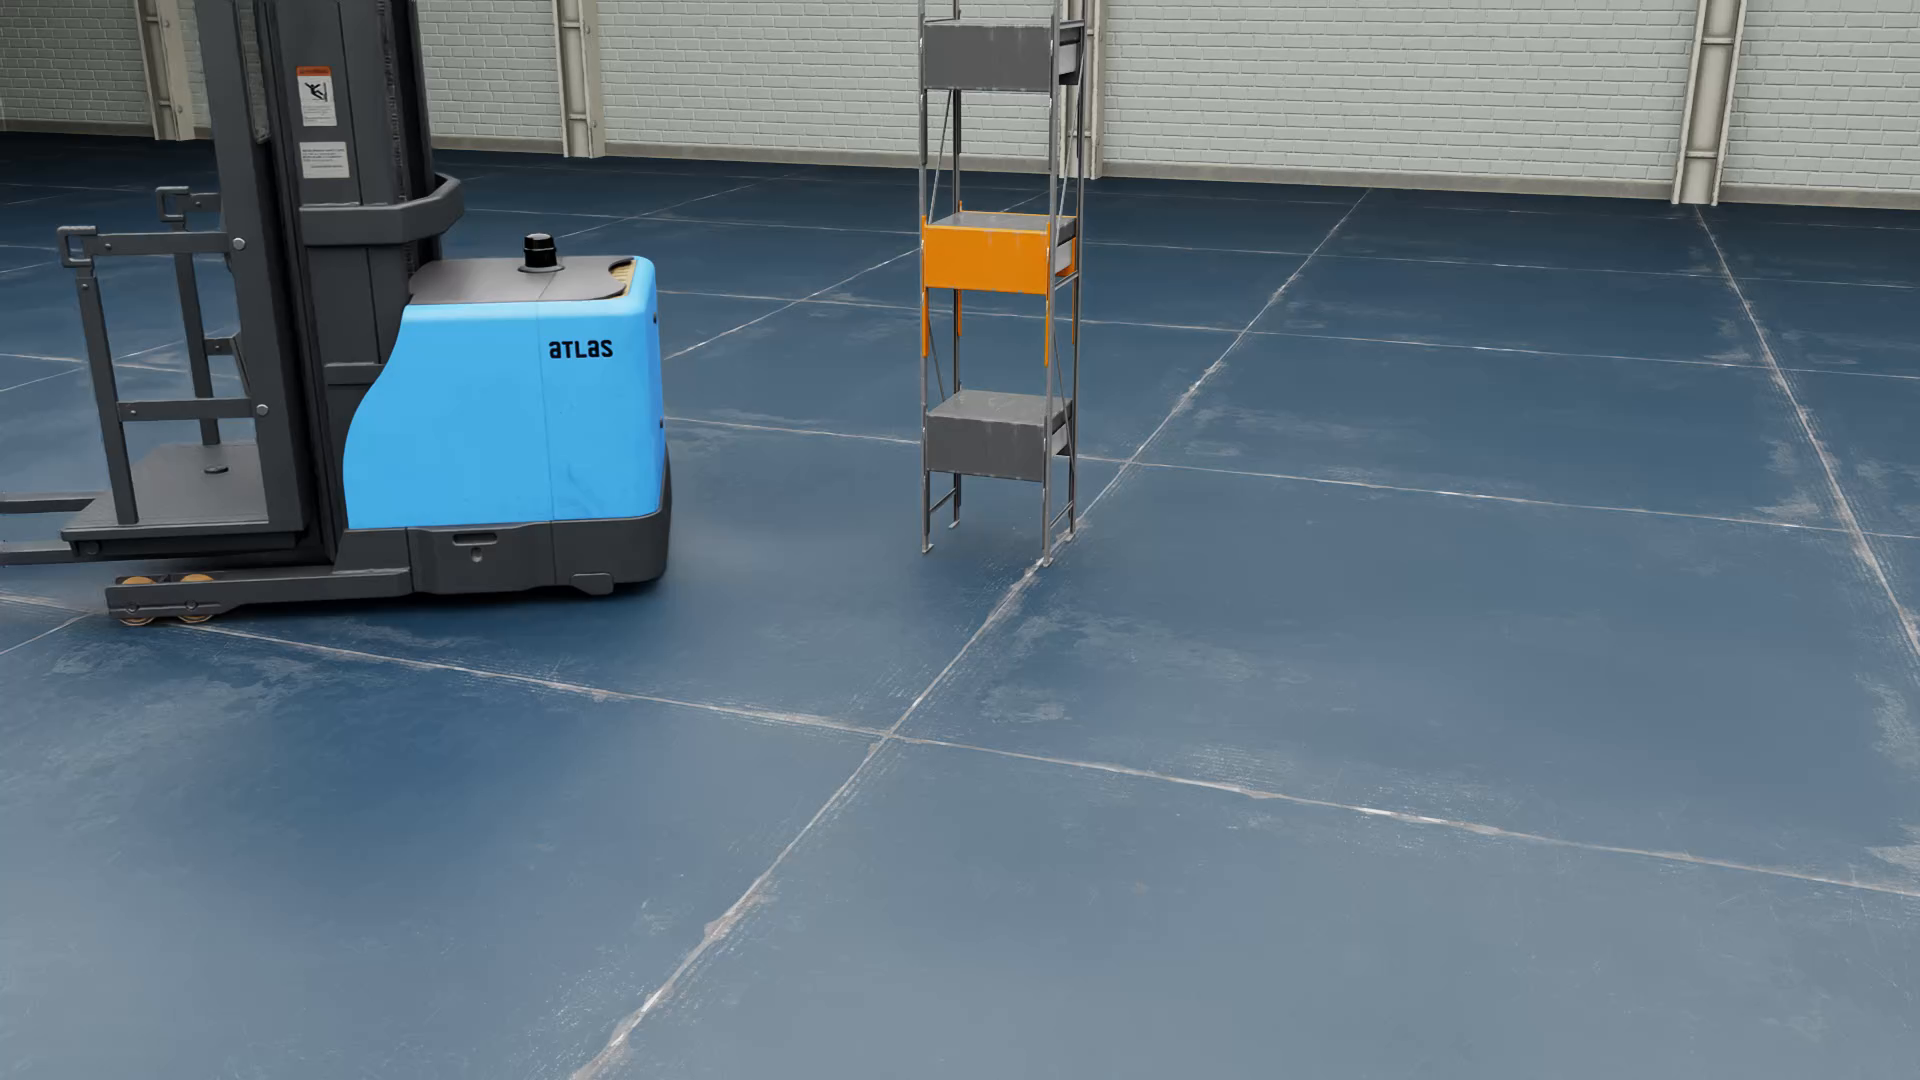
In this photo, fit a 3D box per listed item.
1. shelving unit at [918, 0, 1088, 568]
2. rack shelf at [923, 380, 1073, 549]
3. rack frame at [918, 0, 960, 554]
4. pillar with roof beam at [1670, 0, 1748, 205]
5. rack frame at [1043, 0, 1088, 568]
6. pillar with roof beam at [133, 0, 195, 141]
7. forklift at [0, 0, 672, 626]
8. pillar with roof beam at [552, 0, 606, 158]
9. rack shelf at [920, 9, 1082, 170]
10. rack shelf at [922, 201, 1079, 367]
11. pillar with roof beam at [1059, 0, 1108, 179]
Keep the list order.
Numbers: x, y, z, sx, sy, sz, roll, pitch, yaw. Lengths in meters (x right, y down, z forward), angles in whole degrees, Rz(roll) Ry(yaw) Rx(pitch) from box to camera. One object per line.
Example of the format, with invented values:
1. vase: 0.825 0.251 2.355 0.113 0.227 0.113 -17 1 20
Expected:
1. shelving unit: 0.156 -0.974 6.179 0.503 2.100 0.431 7 20 18
2. rack shelf: 0.156 -0.300 6.414 0.480 0.518 0.431 7 20 18
3. rack frame: -0.074 -1.000 6.255 0.015 2.100 0.400 7 20 18
4. pillar with roof beam: 5.535 -6.108 10.428 0.400 9.000 9.100 7 20 18
5. rack frame: 0.387 -0.947 6.104 0.015 2.100 0.400 7 20 18
6. pillar with roof beam: -11.468 -8.053 16.006 0.400 9.000 9.100 7 20 18
7. forklift: -2.626 -1.274 5.777 3.031 2.935 1.130 -3 19 -7
8. pillar with roof beam: -5.800 -7.405 14.147 0.400 9.000 9.100 7 20 18
9. rack shelf: 0.156 -1.622 5.953 0.480 0.518 0.431 7 20 18
10. rack shelf: 0.156 -0.961 6.184 0.480 0.518 0.431 7 20 18
11. pillar with roof beam: -0.132 -6.756 12.288 0.400 9.000 9.100 7 20 18
